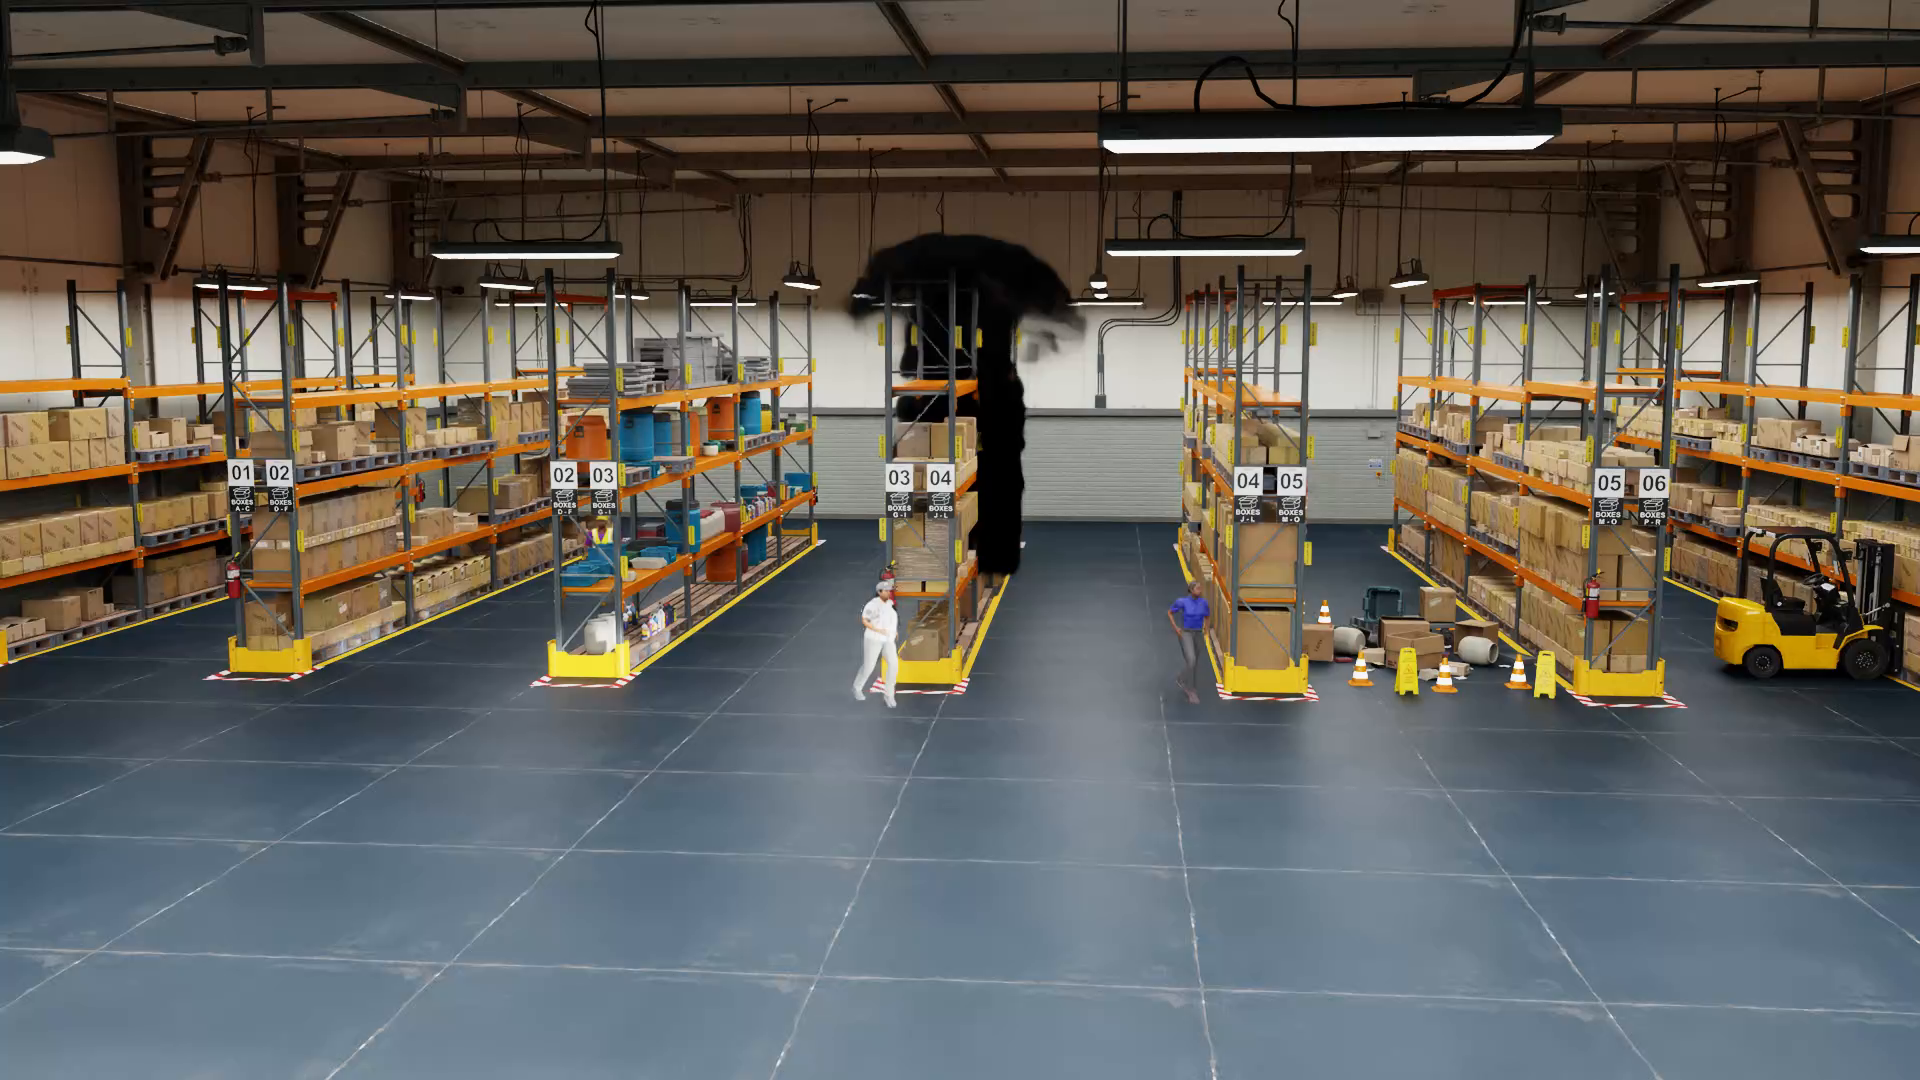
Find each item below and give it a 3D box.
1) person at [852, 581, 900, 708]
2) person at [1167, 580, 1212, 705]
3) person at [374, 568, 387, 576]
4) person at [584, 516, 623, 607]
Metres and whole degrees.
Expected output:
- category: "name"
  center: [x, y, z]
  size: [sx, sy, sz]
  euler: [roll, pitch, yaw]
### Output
- category: "person"
  center: [-1.072, 1.412, 22.860]
  size: [0.652, 1.697, 0.802]
  euler: [-6, 9, -39]
- category: "person"
  center: [3.232, 1.401, 23.110]
  size: [0.585, 1.681, 0.825]
  euler: [-3, 7, -22]
- category: "person"
  center: [-11.385, 0.185, 32.614]
  size: [0.692, 1.755, 0.611]
  euler: [1, 7, 8]
- category: "person"
  center: [-6.685, 0.371, 31.183]
  size: [0.710, 1.734, 0.723]
  euler: [0, 7, -4]
